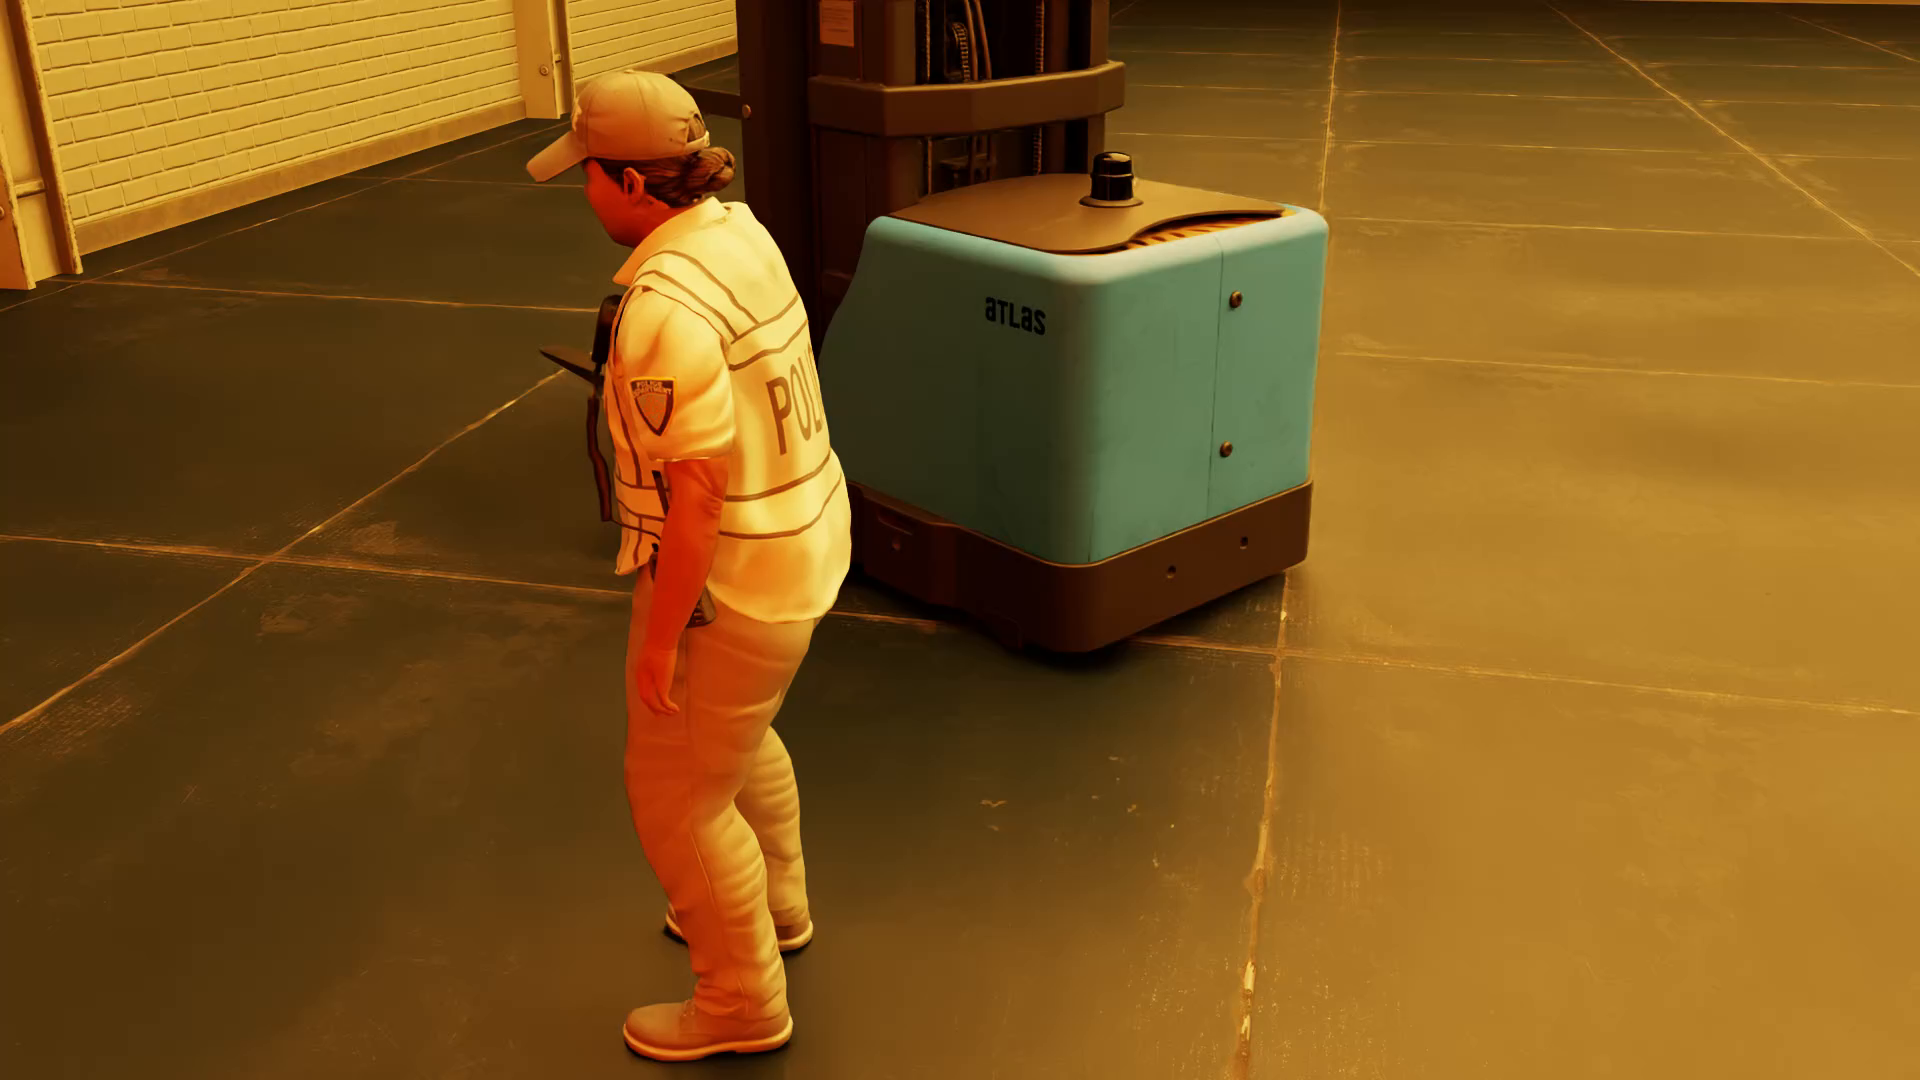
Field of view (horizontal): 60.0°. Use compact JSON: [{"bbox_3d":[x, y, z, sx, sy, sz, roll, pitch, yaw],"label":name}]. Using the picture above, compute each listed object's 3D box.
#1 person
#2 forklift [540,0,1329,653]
[{"bbox_3d":[-0.423,0.072,2.772,0.462,1.664,0.551,3,22,8],"label":"person"},{"bbox_3d":[-0.345,-1.542,5.049,1.130,2.935,3.031,-19,29,-38],"label":"forklift"}]
